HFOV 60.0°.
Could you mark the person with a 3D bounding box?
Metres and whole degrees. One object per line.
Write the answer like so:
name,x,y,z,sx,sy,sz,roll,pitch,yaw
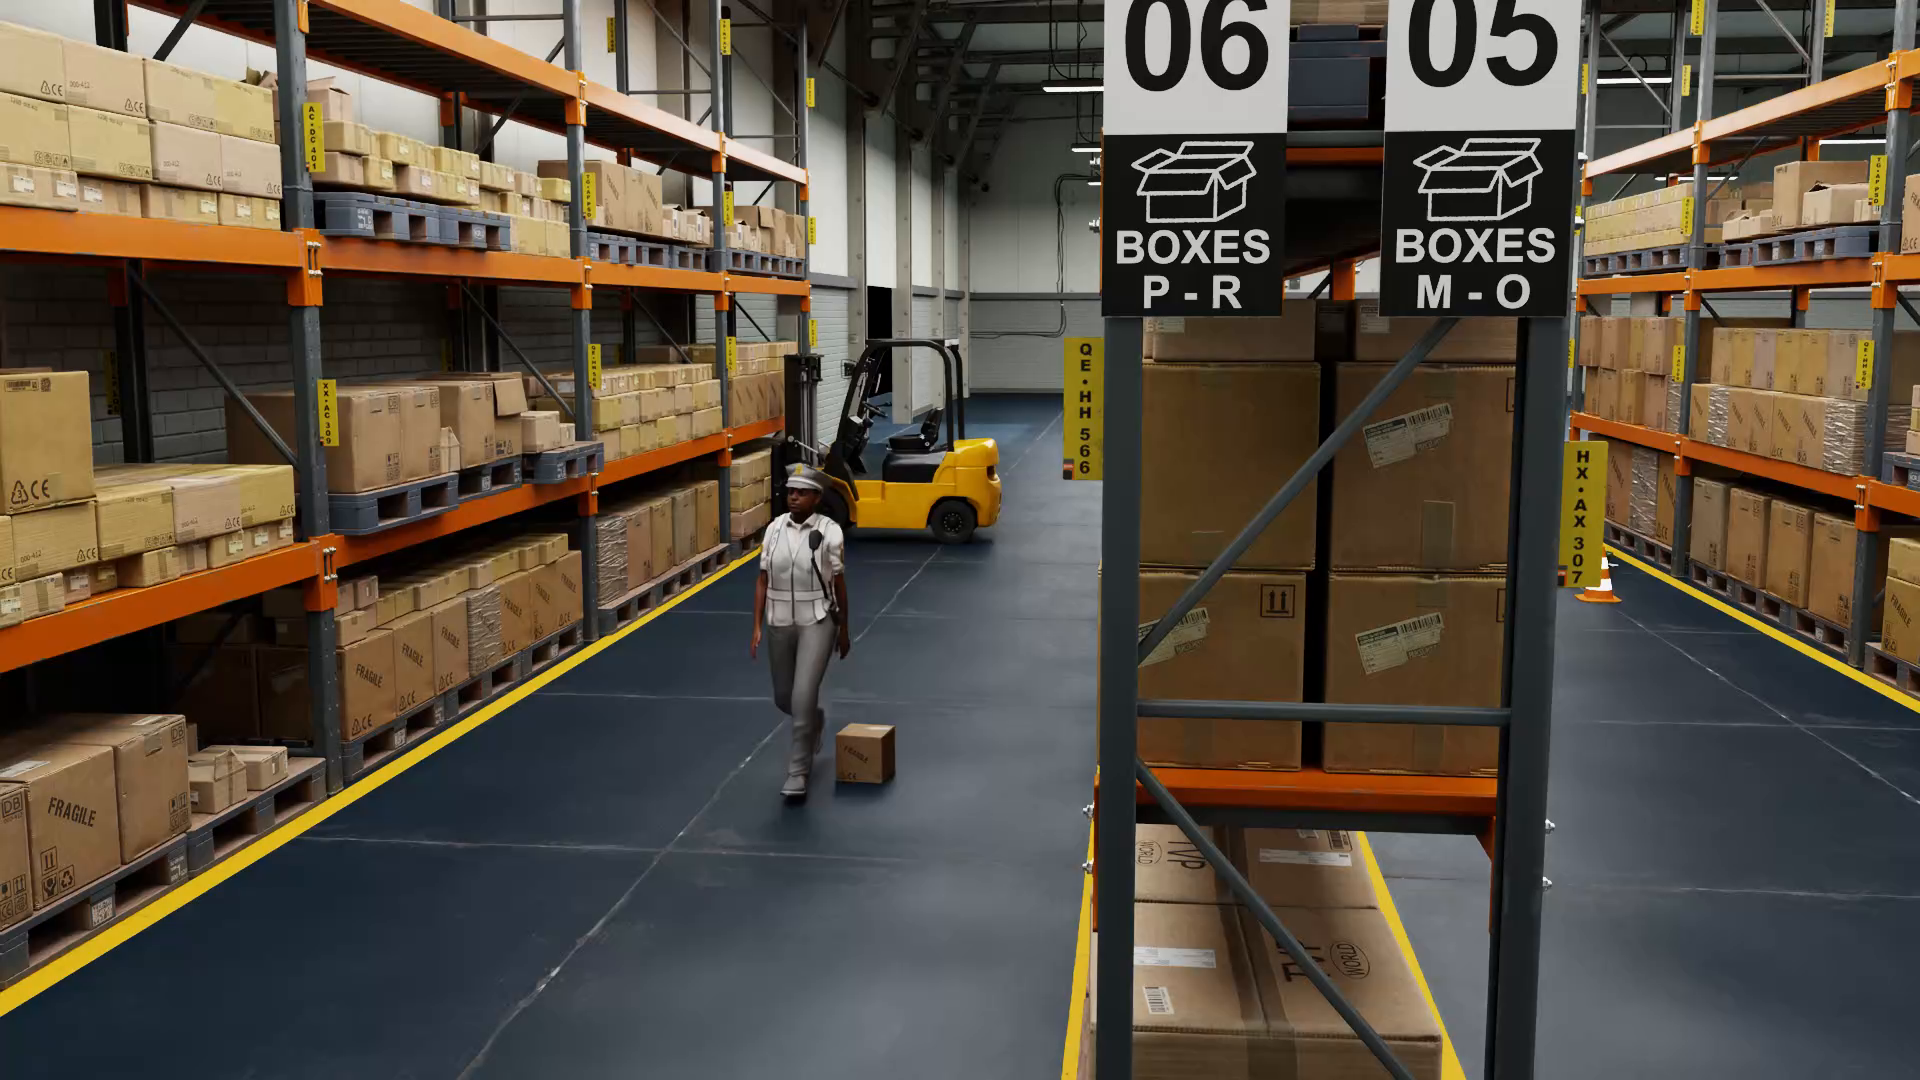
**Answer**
person,-0.809,0.415,8.563,0.464,1.649,0.899,2,8,15
